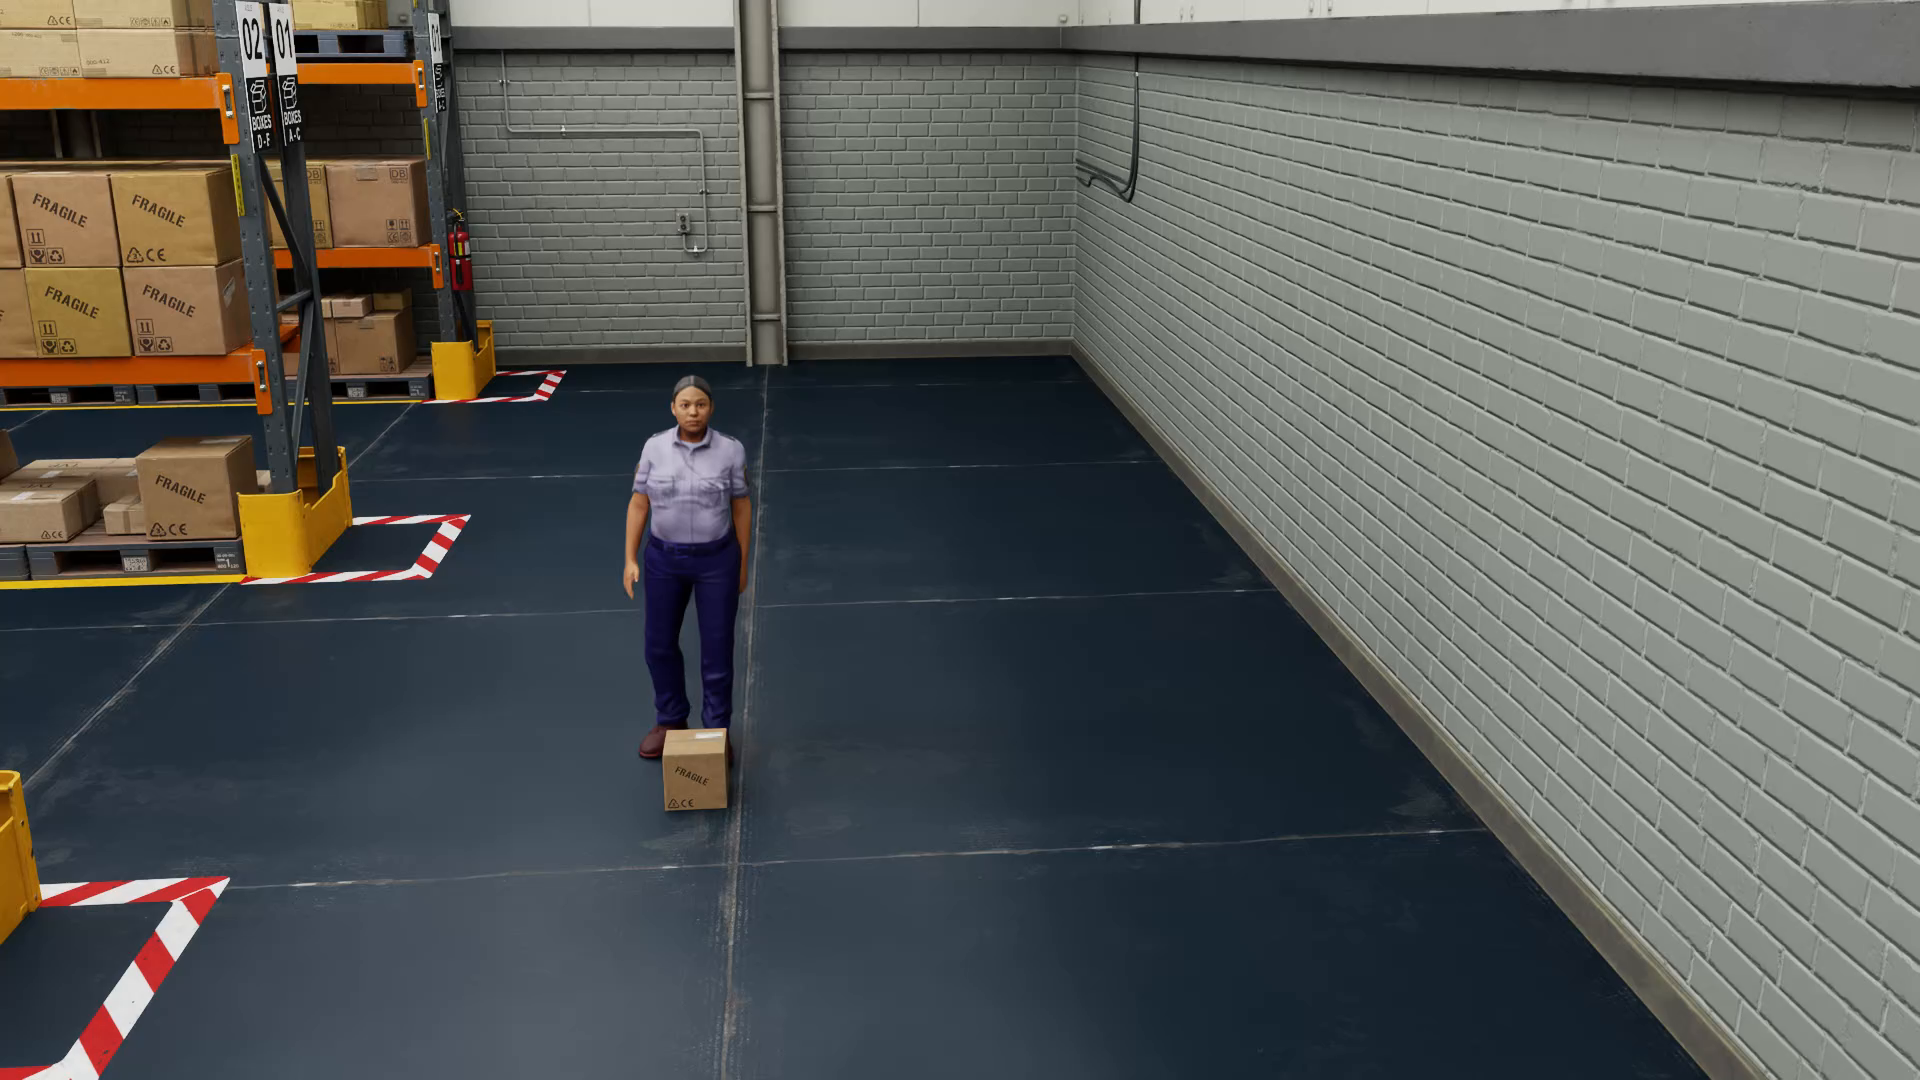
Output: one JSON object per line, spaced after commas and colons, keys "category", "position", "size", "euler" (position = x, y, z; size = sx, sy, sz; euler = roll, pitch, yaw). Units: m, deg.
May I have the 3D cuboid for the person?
{"category": "person", "position": [-1.153, 0.131, 7.090], "size": [0.533, 1.671, 0.383], "euler": [0, 17, -1]}
